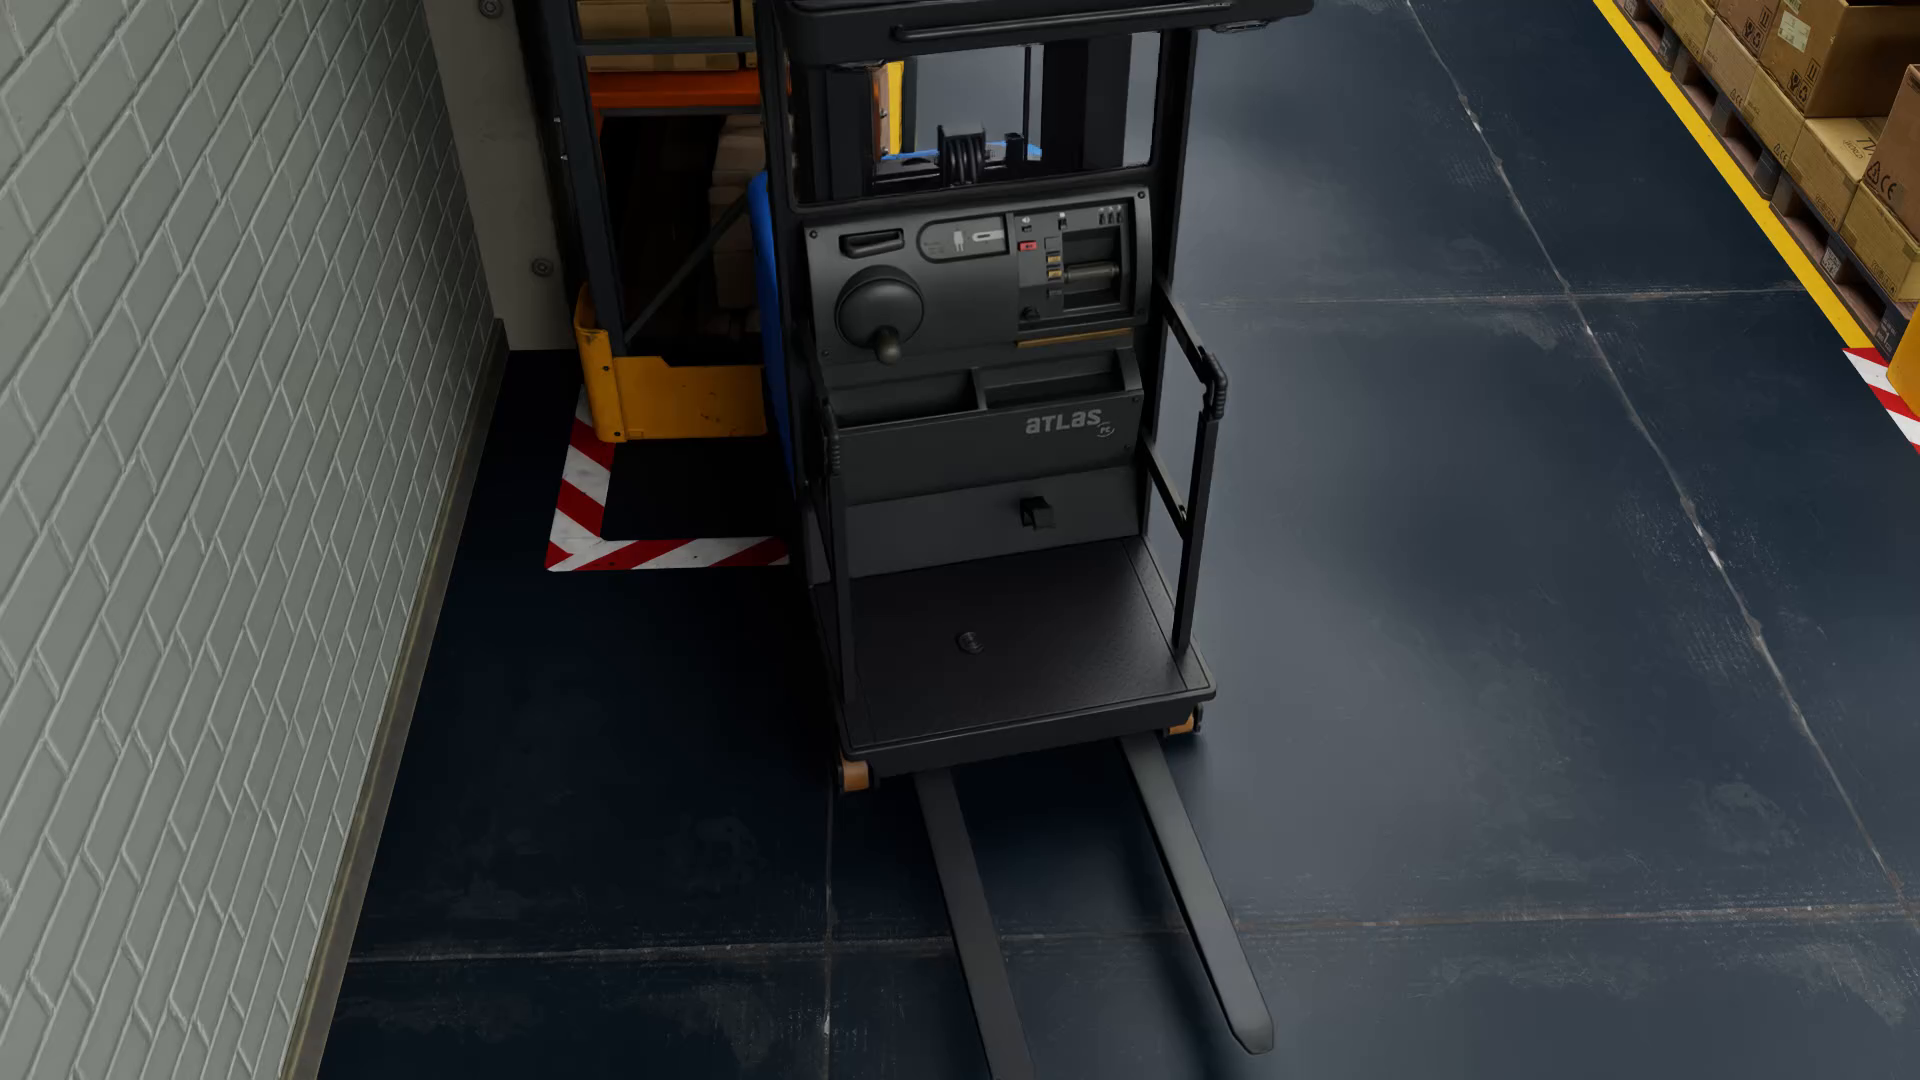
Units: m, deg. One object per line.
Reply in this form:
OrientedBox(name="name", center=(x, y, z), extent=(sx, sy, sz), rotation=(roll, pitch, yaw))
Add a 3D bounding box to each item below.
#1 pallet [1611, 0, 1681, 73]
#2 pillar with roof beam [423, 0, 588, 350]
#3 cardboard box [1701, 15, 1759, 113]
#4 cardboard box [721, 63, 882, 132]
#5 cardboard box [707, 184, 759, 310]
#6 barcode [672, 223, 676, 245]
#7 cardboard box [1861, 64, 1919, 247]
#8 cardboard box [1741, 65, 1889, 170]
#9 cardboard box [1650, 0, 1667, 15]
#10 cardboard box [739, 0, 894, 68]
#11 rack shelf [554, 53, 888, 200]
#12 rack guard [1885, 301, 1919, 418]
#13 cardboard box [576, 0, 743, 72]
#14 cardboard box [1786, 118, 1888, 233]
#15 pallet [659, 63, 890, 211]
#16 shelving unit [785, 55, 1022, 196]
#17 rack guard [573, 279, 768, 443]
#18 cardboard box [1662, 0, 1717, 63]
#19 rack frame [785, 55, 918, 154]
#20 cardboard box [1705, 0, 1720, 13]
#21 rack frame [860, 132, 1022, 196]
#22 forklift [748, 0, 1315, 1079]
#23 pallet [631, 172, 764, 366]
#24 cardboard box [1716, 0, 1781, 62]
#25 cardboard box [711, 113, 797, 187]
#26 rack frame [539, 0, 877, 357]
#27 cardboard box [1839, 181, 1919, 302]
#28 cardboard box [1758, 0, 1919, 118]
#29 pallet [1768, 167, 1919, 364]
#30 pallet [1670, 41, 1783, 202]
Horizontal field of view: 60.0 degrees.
OrientedBox(name="pallet", center=(3.995, -2.825, 8.675), extent=(1.003, 0.211, 1.213), rotation=(-2, 43, -2))
OrientedBox(name="pillar with roof beam", center=(2.631, -4.329, 3.813), extent=(9.100, 9.000, 0.400), rotation=(-2, 43, -2))
OrientedBox(name="cardboard box", center=(3.779, -2.197, 7.652), extent=(0.500, 0.250, 0.500), rotation=(-2, 43, -2))
OrientedBox(name="cardboard box", center=(-0.721, -2.138, 7.387), extent=(0.700, 0.500, 0.500), rotation=(-4, 43, -4))
OrientedBox(name="cardboard box", center=(-0.716, -1.186, 6.489), extent=(0.500, 0.311, 0.500), rotation=(-6, 43, -7))
OrientedBox(name="barcode", center=(-1.116, -1.191, 6.486), extent=(0.001, 0.075, 0.075), rotation=(-2, 43, -2))
OrientedBox(name="cardboard box", center=(3.853, -1.462, 6.294), extent=(0.500, 0.500, 0.500), rotation=(-2, 43, -2))
OrientedBox(name="cardboard box", center=(3.798, -1.860, 7.283), extent=(0.500, 0.250, 0.500), rotation=(-2, 43, -2))
OrientedBox(name="cardboard box", center=(3.736, -2.873, 8.388), extent=(0.500, 0.250, 0.500), rotation=(-2, 43, -2))
OrientedBox(name="cardboard box", center=(-0.480, -1.836, 5.630), extent=(0.500, 0.250, 0.500), rotation=(-3, 43, -3))
OrientedBox(name="rack shelf", center=(-0.861, -2.631, 6.933), extent=(1.077, 0.370, 4.000), rotation=(-2, 43, -2))
OrientedBox(name="rack guard", center=(4.174, -0.753, 6.201), extent=(1.175, 0.500, 0.348), rotation=(-2, 43, -2))
OrientedBox(name="cardboard box", center=(-0.990, -1.808, 5.599), extent=(0.500, 0.250, 0.500), rotation=(-1, 43, -1))
OrientedBox(name="cardboard box", center=(3.822, -1.522, 6.915), extent=(0.500, 0.250, 0.500), rotation=(-2, 43, -2))
OrientedBox(name="pallet", center=(-0.828, -1.940, 7.710), extent=(1.003, 0.211, 1.213), rotation=(-2, 43, -2))
OrientedBox(name="shelving unit", center=(-0.251, -0.911, 5.613), extent=(0.538, 1.500, 1.048), rotation=(-11, 44, -15))
OrientedBox(name="rack guard", center=(-0.780, -0.676, 6.117), extent=(1.175, 0.500, 0.348), rotation=(-2, 43, -2))
OrientedBox(name="cardboard box", center=(3.752, -2.535, 8.020), extent=(0.500, 0.250, 0.500), rotation=(-2, 43, -2))
OrientedBox(name="rack frame", center=(-0.410, -1.243, 5.964), extent=(0.500, 1.500, 0.032), rotation=(-11, 44, -15))
OrientedBox(name="cardboard box", center=(3.752, -2.811, 7.766), extent=(0.500, 0.500, 0.500), rotation=(-2, 43, -2))
OrientedBox(name="rack frame", center=(-0.092, -0.580, 5.262), extent=(0.500, 1.500, 0.032), rotation=(-11, 44, -15))
OrientedBox(name="forklift", center=(0.107, -0.620, 4.257), extent=(1.130, 2.935, 3.031), rotation=(-9, 43, -9))
OrientedBox(name="pallet", center=(-0.779, -1.119, 6.814), extent=(1.003, 0.211, 1.213), rotation=(-2, 43, -2))
OrientedBox(name="cardboard box", center=(3.776, -2.474, 7.398), extent=(0.500, 0.500, 0.500), rotation=(-2, 43, -2))
OrientedBox(name="cardboard box", center=(-0.740, -1.571, 6.909), extent=(0.500, 0.311, 0.500), rotation=(2, 43, 2))
OrientedBox(name="rack frame", center=(-0.776, -1.546, 5.216), extent=(1.000, 3.000, 0.127), rotation=(-2, 43, -2))
OrientedBox(name="cardboard box", center=(3.855, -1.185, 6.547), extent=(0.500, 0.250, 0.500), rotation=(-2, 43, -2))
OrientedBox(name="cardboard box", center=(3.796, -2.136, 7.030), extent=(0.500, 0.500, 0.500), rotation=(-2, 43, -2))
OrientedBox(name="pallet", center=(4.098, -1.178, 6.878), extent=(1.003, 0.211, 1.213), rotation=(-2, 43, -2))
OrientedBox(name="pallet", center=(4.050, -1.999, 7.775), extent=(1.003, 0.211, 1.213), rotation=(-2, 43, -2))
